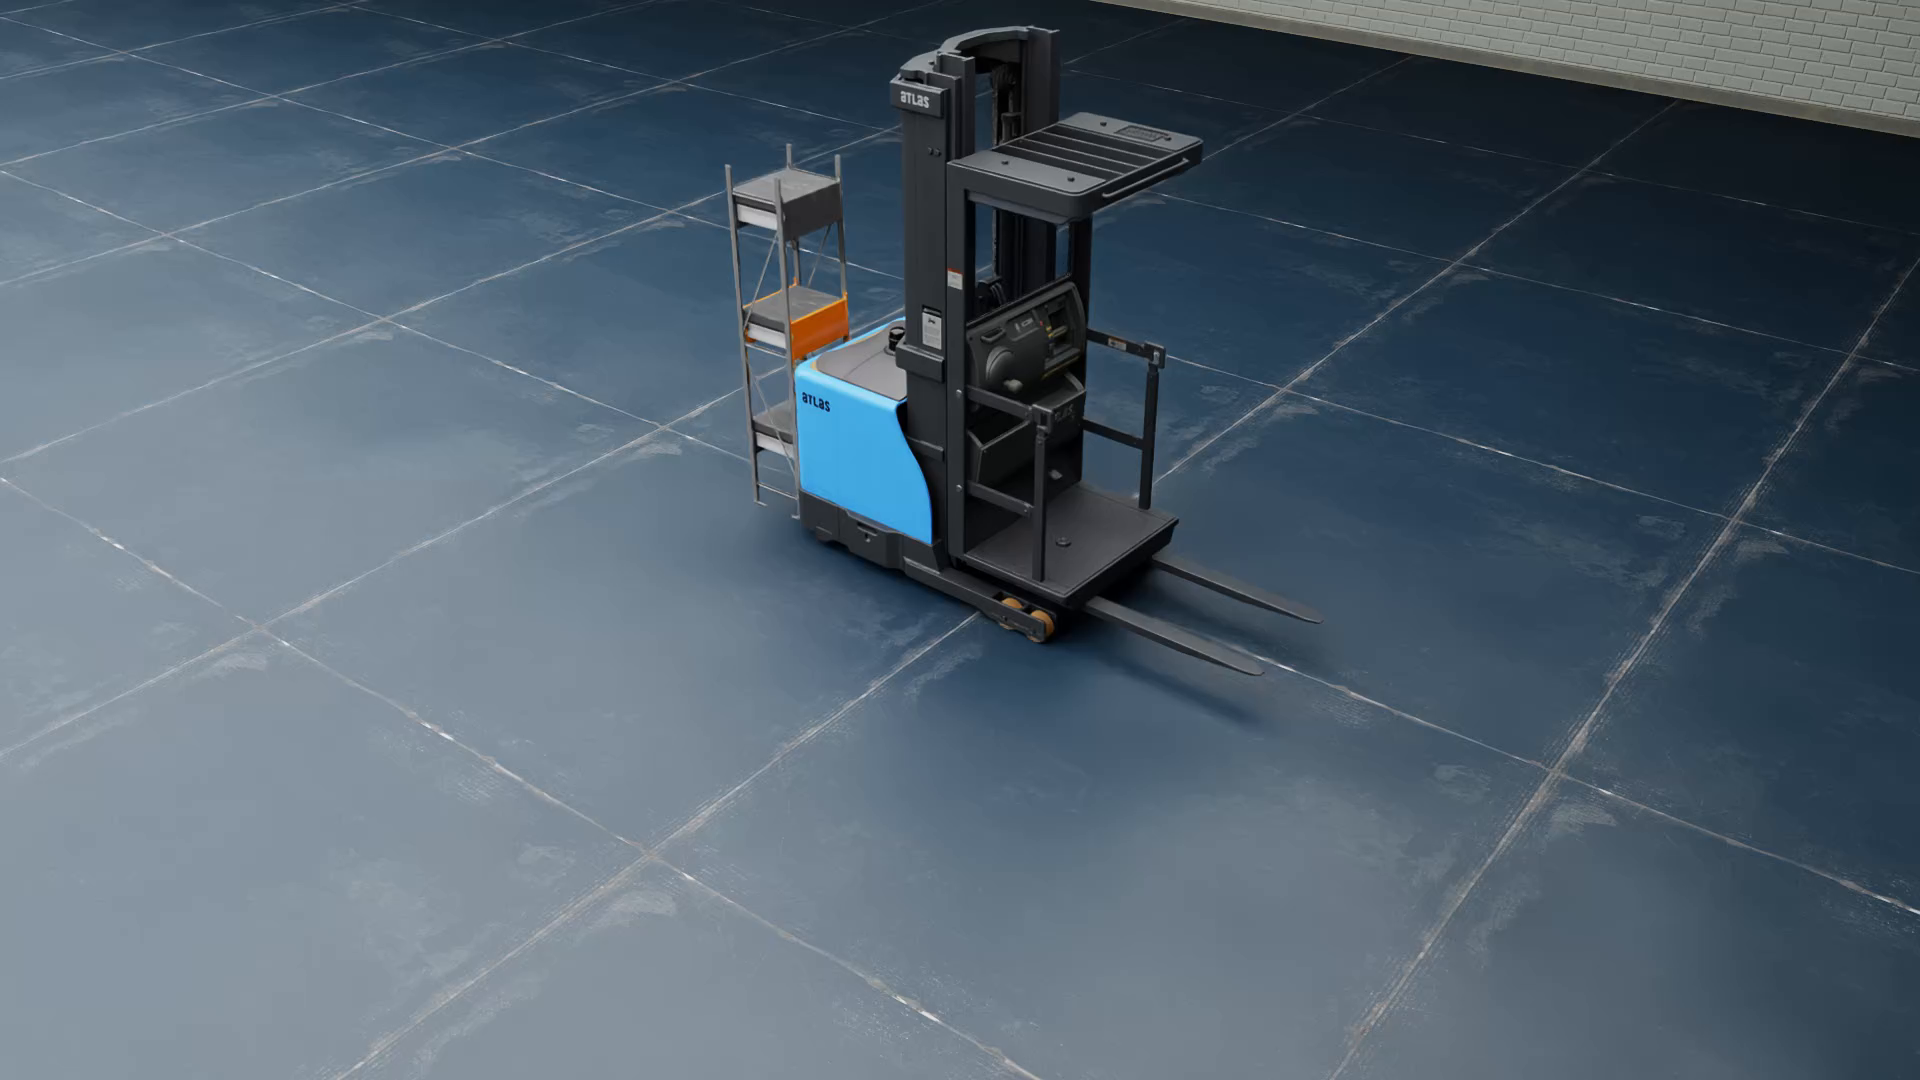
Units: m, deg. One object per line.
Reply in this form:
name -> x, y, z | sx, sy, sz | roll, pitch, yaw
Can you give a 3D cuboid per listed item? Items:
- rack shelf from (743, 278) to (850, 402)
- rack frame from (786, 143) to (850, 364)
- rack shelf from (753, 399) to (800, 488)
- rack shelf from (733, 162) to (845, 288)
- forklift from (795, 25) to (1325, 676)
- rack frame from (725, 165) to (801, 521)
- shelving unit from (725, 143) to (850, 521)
rack shelf -> -0.957, -1.167, 9.678 | 0.431, 0.518, 0.480 | 21, 36, 33
rack frame -> -0.807, -1.277, 9.837 | 0.400, 2.100, 0.015 | 21, 36, 33
rack shelf -> -0.947, -0.561, 10.028 | 0.431, 0.518, 0.480 | 21, 36, 33
rack shelf -> -0.967, -1.773, 9.328 | 0.431, 0.518, 0.480 | 21, 36, 33
forklift -> 0.517, -1.022, 8.600 | 3.031, 2.935, 1.130 | 23, 38, 33
rack frame -> -1.108, -1.081, 9.506 | 0.400, 2.100, 0.015 | 21, 36, 33
shelving unit -> -0.958, -1.179, 9.672 | 0.431, 2.100, 0.503 | 21, 36, 33
